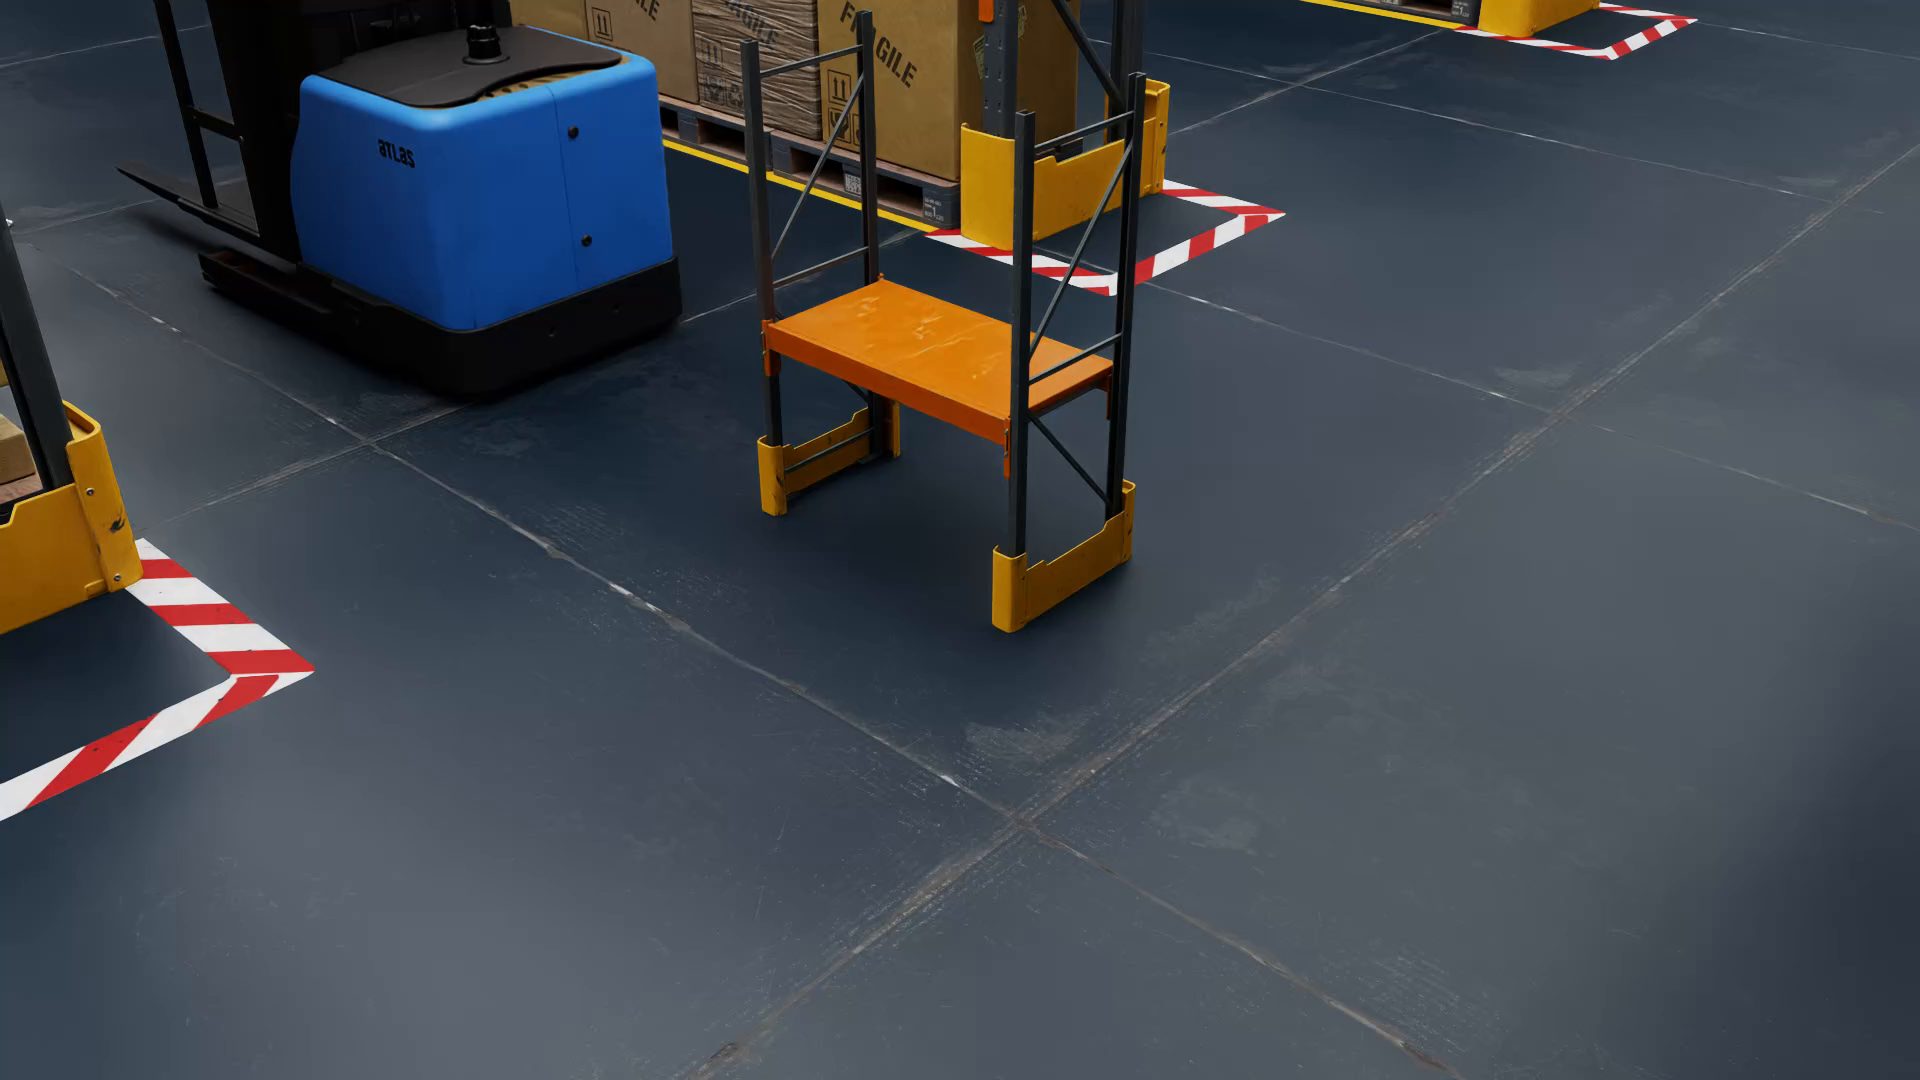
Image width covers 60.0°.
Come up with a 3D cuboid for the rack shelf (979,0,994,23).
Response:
[{"bbox_3d":[-1.004,-3.229,8.402,4.000,0.370,1.077,25,39,35],"label":"rack shelf"}]

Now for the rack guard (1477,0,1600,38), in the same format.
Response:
[{"bbox_3d":[3.829,-3.664,10.852,0.348,0.500,1.175,25,39,35],"label":"rack guard"}]

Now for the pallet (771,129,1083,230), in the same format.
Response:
[{"bbox_3d":[-0.167,-1.897,8.196,1.213,0.211,1.003,25,39,35],"label":"pallet"}]

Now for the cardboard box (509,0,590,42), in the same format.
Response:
[{"bbox_3d":[-2.051,-3.240,9.376,0.875,0.875,0.875,25,39,35],"label":"cardboard box"}]

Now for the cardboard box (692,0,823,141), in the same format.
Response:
[{"bbox_3d":[-0.724,-2.620,8.347,0.875,0.875,0.875,25,39,35],"label":"cardboard box"}]

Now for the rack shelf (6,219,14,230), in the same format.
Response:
[{"bbox_3d":[-4.407,-1.367,5.310,4.000,0.370,1.077,25,39,35],"label":"rack shelf"}]

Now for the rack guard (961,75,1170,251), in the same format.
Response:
[{"bbox_3d":[0.496,-1.766,7.698,0.348,0.500,1.175,25,39,35],"label":"rack guard"}]

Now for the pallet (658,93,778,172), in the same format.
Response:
[{"bbox_3d":[-1.067,-2.319,8.898,1.213,0.211,1.003,25,39,35],"label":"pallet"}]

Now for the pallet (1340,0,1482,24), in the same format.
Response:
[{"bbox_3d":[3.217,-3.844,11.431,1.213,0.211,1.003,25,39,35],"label":"pallet"}]

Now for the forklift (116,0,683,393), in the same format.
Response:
[{"bbox_3d":[-2.546,-2.416,6.421,3.031,2.935,1.130,24,39,34],"label":"forklift"}]

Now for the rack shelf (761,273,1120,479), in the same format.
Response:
[{"bbox_3d":[-0.063,-0.518,5.005,1.000,0.185,0.538,25,39,35],"label":"rack shelf"}]

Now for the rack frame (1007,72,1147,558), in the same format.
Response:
[{"bbox_3d":[0.314,-0.496,4.620,0.032,1.500,0.500,25,39,35],"label":"rack frame"}]

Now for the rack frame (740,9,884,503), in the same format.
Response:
[{"bbox_3d":[-0.440,-0.848,5.204,0.032,1.500,0.500,25,39,35],"label":"rack frame"}]

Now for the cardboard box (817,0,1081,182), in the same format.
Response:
[{"bbox_3d":[-0.050,-2.305,7.824,0.875,0.875,0.875,25,39,35],"label":"cardboard box"}]

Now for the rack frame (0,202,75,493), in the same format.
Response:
[{"bbox_3d":[-2.925,-0.983,3.975,0.127,3.000,1.000,25,39,35],"label":"rack frame"}]

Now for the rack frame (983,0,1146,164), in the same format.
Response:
[{"bbox_3d":[0.479,-2.845,7.067,0.127,3.000,1.000,25,39,35],"label":"rack frame"}]

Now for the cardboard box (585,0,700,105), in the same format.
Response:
[{"bbox_3d":[-1.384,-2.928,8.859,0.875,0.875,0.875,25,39,35],"label":"cardboard box"}]

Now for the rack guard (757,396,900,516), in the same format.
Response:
[{"bbox_3d":[-0.426,-0.306,5.516,0.087,0.250,0.587,25,39,35],"label":"rack guard"}]

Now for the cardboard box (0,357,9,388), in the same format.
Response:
[{"bbox_3d":[-3.085,-0.508,4.965,0.250,0.149,0.380,23,38,33],"label":"cardboard box"}]

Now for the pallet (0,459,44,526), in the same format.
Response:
[{"bbox_3d":[-3.560,-0.109,5.227,1.213,0.211,1.003,25,39,35],"label":"pallet"}]

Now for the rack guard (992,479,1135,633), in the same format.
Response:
[{"bbox_3d":[0.313,0.039,4.943,0.087,0.250,0.587,25,39,35],"label":"rack guard"}]

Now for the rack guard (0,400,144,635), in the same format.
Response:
[{"bbox_3d":[-2.981,0.062,4.663,0.348,0.500,1.175,25,39,35],"label":"rack guard"}]

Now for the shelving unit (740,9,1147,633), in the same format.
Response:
[{"bbox_3d":[-0.057,-0.669,4.907,1.083,1.500,0.587,25,39,35],"label":"shelving unit"}]

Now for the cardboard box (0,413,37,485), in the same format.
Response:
[{"bbox_3d":[-3.098,-0.245,5.106,0.250,0.149,0.380,26,40,36],"label":"cardboard box"}]
